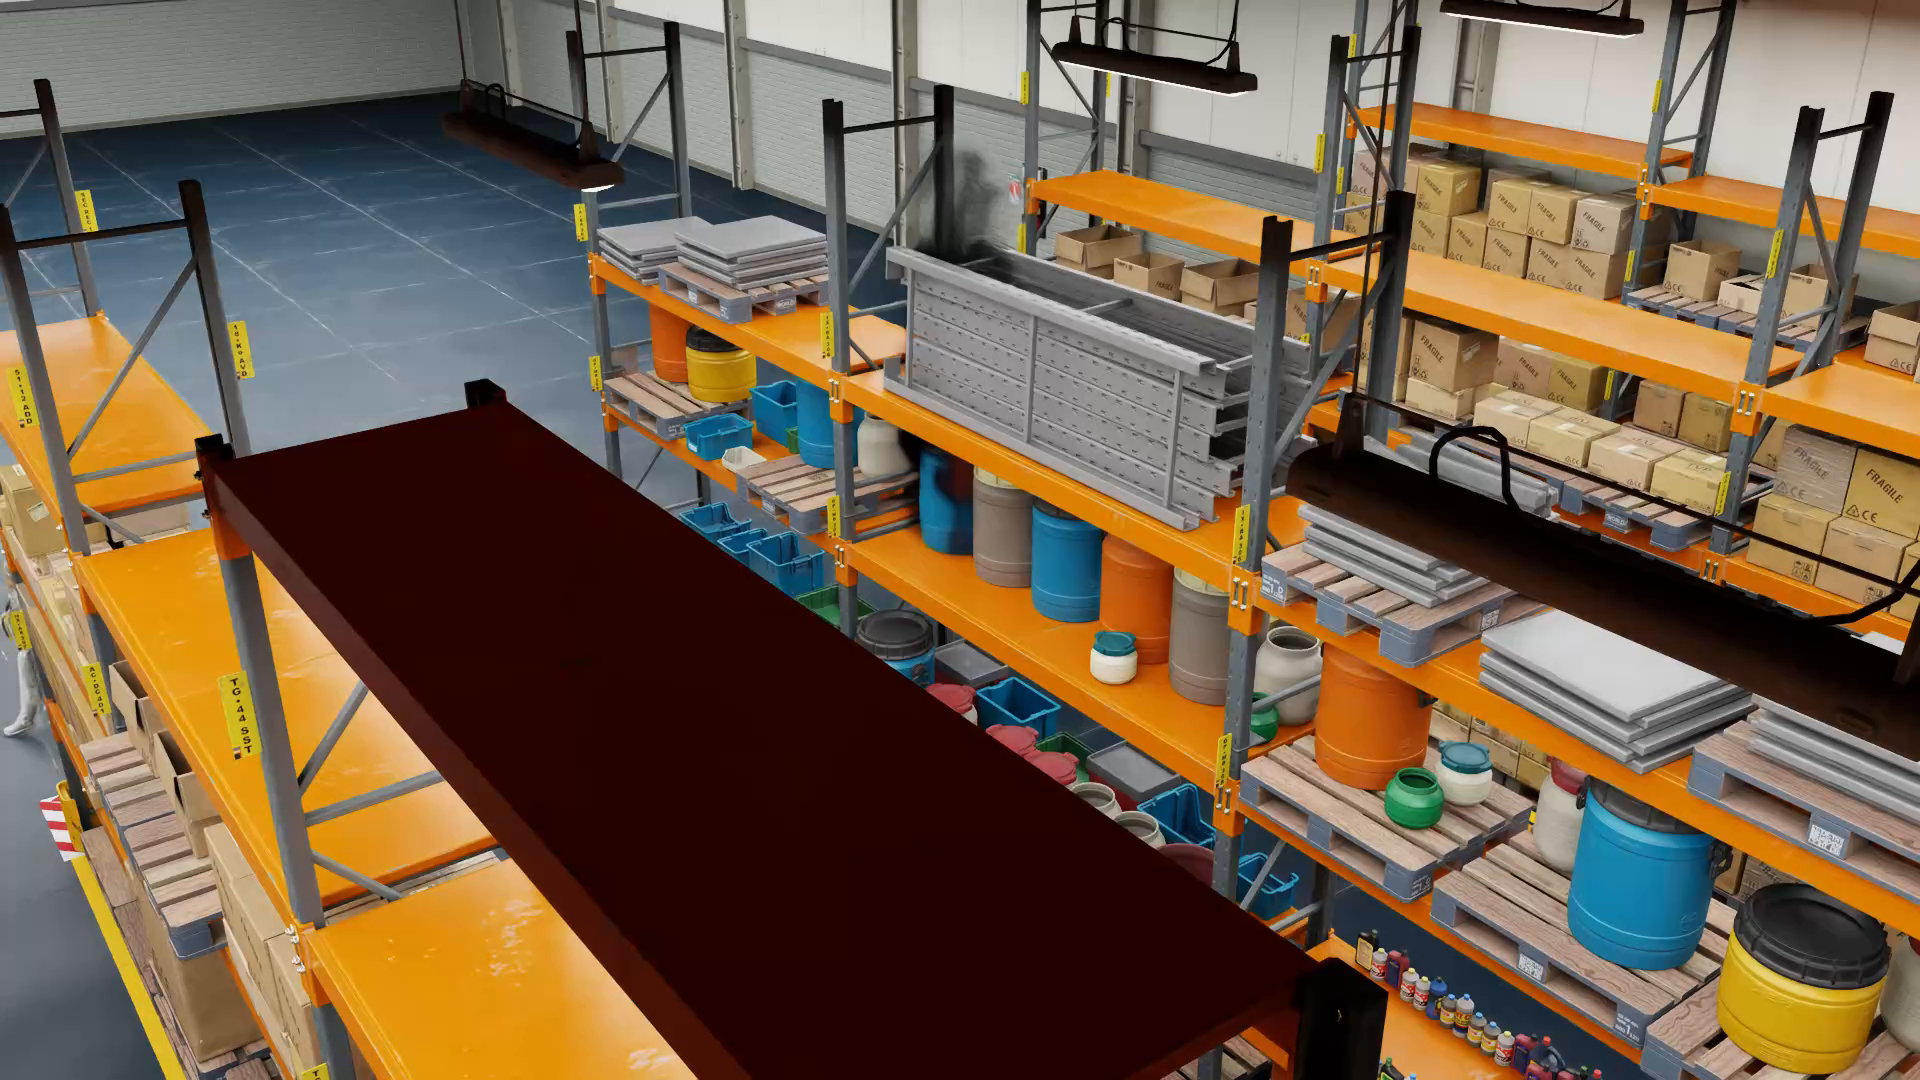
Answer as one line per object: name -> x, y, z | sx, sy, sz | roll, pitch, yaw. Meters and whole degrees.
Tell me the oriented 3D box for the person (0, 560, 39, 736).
person -> -8.237, 0.946, 14.866 | 0.937, 1.698, 0.629 | -3, 25, -5
